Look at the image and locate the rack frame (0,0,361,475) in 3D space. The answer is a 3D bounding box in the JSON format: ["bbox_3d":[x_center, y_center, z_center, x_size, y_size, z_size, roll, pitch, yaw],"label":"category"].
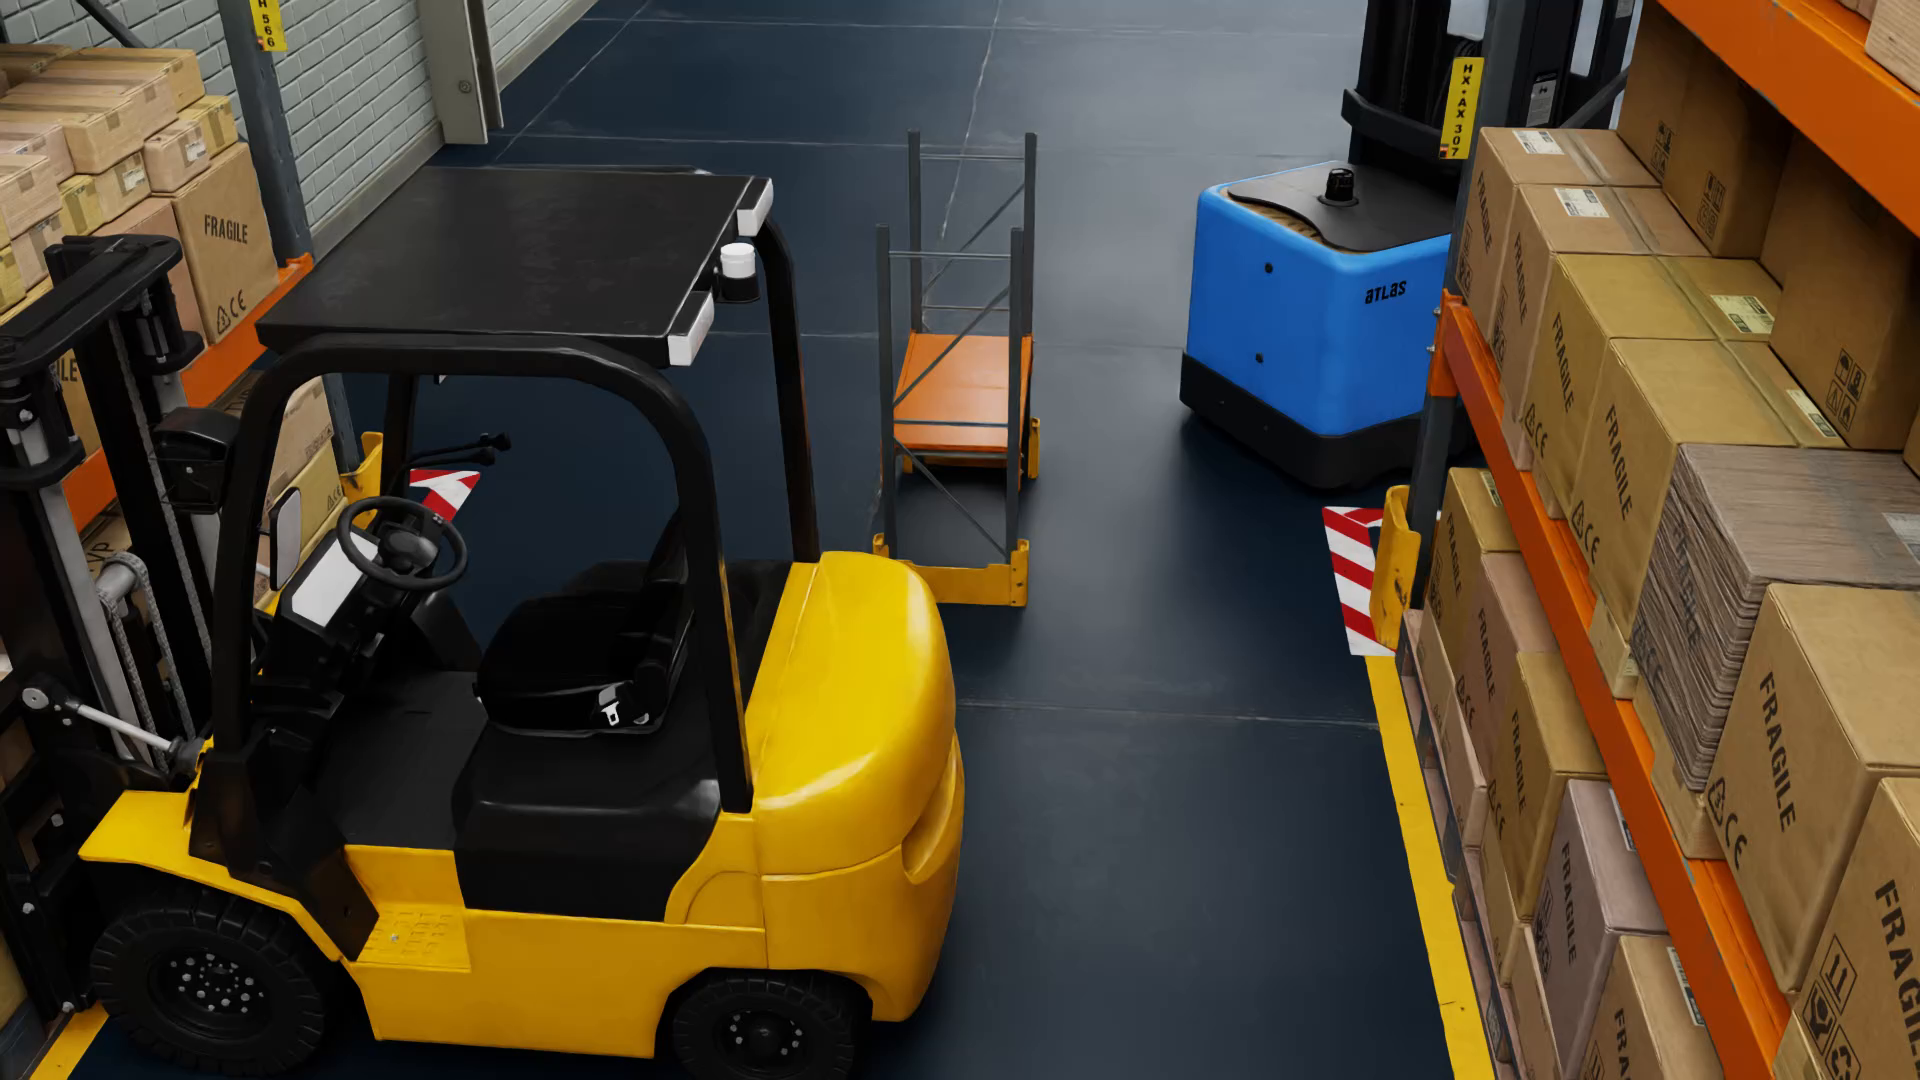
[{"bbox_3d":[-2.808,-1.191,5.823,1.000,3.000,0.127,2,32,4],"label":"rack frame"}]

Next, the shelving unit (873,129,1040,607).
[{"bbox_3d":[0.006,-0.678,6.421,0.587,1.500,1.083,2,32,4],"label":"shelving unit"}]

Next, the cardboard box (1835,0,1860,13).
[{"bbox_3d":[1.756,-1.041,2.961,0.380,0.149,0.250,2,32,4],"label":"cardboard box"}]

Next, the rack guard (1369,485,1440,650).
[{"bbox_3d":[2.133,0.123,6.074,1.175,0.500,0.348,2,32,4],"label":"rack guard"}]

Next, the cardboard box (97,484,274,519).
[{"bbox_3d":[-2.571,-0.103,5.326,0.500,0.250,0.500,3,32,5],"label":"cardboard box"}]

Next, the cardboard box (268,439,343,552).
[{"bbox_3d":[-2.536,-0.144,5.868,0.500,0.250,0.500,2,32,3],"label":"cardboard box"}]

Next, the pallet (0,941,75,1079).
[{"bbox_3d":[-2.931,1.034,4.871,1.003,0.211,1.213,2,32,4],"label":"pallet"}]

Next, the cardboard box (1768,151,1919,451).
[{"bbox_3d":[2.148,-0.509,3.385,0.700,0.500,0.500,2,32,4],"label":"cardboard box"}]

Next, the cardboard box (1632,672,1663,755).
[{"bbox_3d":[1.666,0.373,3.525,0.380,0.149,0.250,2,32,3],"label":"cardboard box"}]

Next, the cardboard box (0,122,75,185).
[{"bbox_3d":[-2.705,-1.045,4.589,0.380,0.149,0.250,3,32,4],"label":"cardboard box"}]

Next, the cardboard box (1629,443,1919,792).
[{"bbox_3d":[1.675,0.158,3.256,0.500,0.500,0.500,3,32,5],"label":"cardboard box"}]

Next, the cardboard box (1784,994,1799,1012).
[{"bbox_3d":[1.648,0.773,2.876,0.380,0.149,0.250,3,32,4],"label":"cardboard box"}]

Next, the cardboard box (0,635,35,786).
[{"bbox_3d":[-2.651,0.426,4.468,0.500,0.250,0.500,2,32,3],"label":"cardboard box"}]

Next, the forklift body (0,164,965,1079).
[{"bbox_3d":[-1.145,0.240,4.310,2.313,2.155,1.214,2,32,4],"label":"forklift body"}]

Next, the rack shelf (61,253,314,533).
[{"bbox_3d":[-2.971,0.161,4.315,1.077,0.370,4.000,2,32,4],"label":"rack shelf"}]

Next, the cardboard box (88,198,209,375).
[{"bbox_3d":[-2.638,-0.694,4.922,0.500,0.500,0.500,3,32,6],"label":"cardboard box"}]

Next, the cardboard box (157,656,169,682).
[{"bbox_3d":[-2.609,0.389,5.004,0.500,0.250,0.500,2,32,3],"label":"cardboard box"}]

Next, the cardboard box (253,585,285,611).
[{"bbox_3d":[-2.582,0.320,5.592,0.500,0.250,0.500,2,32,4],"label":"cardboard box"}]

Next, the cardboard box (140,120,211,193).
[{"bbox_3d":[-2.549,-1.181,5.094,0.380,0.149,0.250,3,32,5],"label":"cardboard box"}]

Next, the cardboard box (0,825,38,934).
[{"bbox_3d":[-2.696,0.914,4.151,0.500,0.250,0.500,2,32,4],"label":"cardboard box"}]

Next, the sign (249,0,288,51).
[{"bbox_3d":[-2.269,-1.754,5.408,0.100,0.325,0.005,2,32,4],"label":"sign"}]

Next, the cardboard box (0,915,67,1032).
[{"bbox_3d":[-2.712,1.118,4.297,0.500,0.250,0.500,3,32,5],"label":"cardboard box"}]

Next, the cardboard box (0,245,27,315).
[{"bbox_3d":[-2.637,-0.644,4.223,0.380,0.149,0.250,3,32,4],"label":"cardboard box"}]

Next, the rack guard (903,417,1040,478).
[{"bbox_3d":[0.047,-0.407,7.172,0.587,0.250,0.087,2,32,4],"label":"rack guard"}]

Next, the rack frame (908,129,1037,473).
[{"bbox_3d":[0.048,-0.949,6.860,0.500,1.500,0.032,2,32,4],"label":"rack frame"}]

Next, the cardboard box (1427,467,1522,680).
[{"bbox_3d":[1.796,0.114,5.211,0.500,0.500,0.500,1,32,2],"label":"cardboard box"}]

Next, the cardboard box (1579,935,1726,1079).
[{"bbox_3d":[1.634,1.197,3.455,0.500,0.500,0.500,3,32,5],"label":"cardboard box"}]

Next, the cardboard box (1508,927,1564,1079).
[{"bbox_3d":[1.673,1.238,4.103,0.500,0.250,0.500,3,32,5],"label":"cardboard box"}]

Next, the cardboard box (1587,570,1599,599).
[{"bbox_3d":[1.730,0.108,3.956,0.380,0.149,0.250,2,32,3],"label":"cardboard box"}]

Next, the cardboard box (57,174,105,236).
[{"bbox_3d":[-2.662,-0.919,4.669,0.380,0.149,0.250,2,32,4],"label":"cardboard box"}]

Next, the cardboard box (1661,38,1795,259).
[{"bbox_3d":[2.266,-1.035,4.238,0.700,0.500,0.500,3,32,4],"label":"cardboard box"}]

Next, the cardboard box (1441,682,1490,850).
[{"bbox_3d":[1.749,0.688,4.996,0.500,0.250,0.500,4,32,6],"label":"cardboard box"}]

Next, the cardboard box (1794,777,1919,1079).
[{"bbox_3d":[1.602,0.699,2.378,0.500,0.500,0.500,2,32,3],"label":"cardboard box"}]

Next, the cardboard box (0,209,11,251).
[{"bbox_3d":[-2.632,-0.768,4.140,0.380,0.149,0.250,3,32,5],"label":"cardboard box"}]

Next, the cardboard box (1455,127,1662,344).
[{"bbox_3d":[1.824,-0.914,4.995,0.500,0.500,0.500,2,32,3],"label":"cardboard box"}]

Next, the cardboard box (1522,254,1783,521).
[{"bbox_3d":[1.745,-0.377,4.123,0.500,0.500,0.500,2,32,3],"label":"cardboard box"}]

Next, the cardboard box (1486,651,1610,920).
[{"bbox_3d":[1.709,0.650,4.342,0.500,0.500,0.500,3,32,5],"label":"cardboard box"}]

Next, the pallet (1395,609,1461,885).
[{"bbox_3d":[2.032,0.669,5.462,1.003,0.211,1.213,2,32,4],"label":"pallet"}]

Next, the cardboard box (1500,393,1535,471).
[{"bbox_3d":[1.730,-0.306,4.627,0.380,0.149,0.250,3,32,5],"label":"cardboard box"}]

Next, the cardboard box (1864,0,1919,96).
[{"bbox_3d":[1.633,-0.775,2.528,0.380,0.149,0.250,3,32,5],"label":"cardboard box"}]

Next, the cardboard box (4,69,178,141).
[{"bbox_3d":[-2.617,-1.309,5.019,0.380,0.149,0.250,3,32,4],"label":"cardboard box"}]

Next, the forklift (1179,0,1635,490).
[{"bbox_3d":[2.547,-2.017,7.229,3.031,2.935,1.130,-17,35,-25],"label":"forklift"}]

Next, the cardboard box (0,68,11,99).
[{"bbox_3d":[-3.133,-1.333,5.057,0.380,0.149,0.250,4,32,6],"label":"cardboard box"}]
